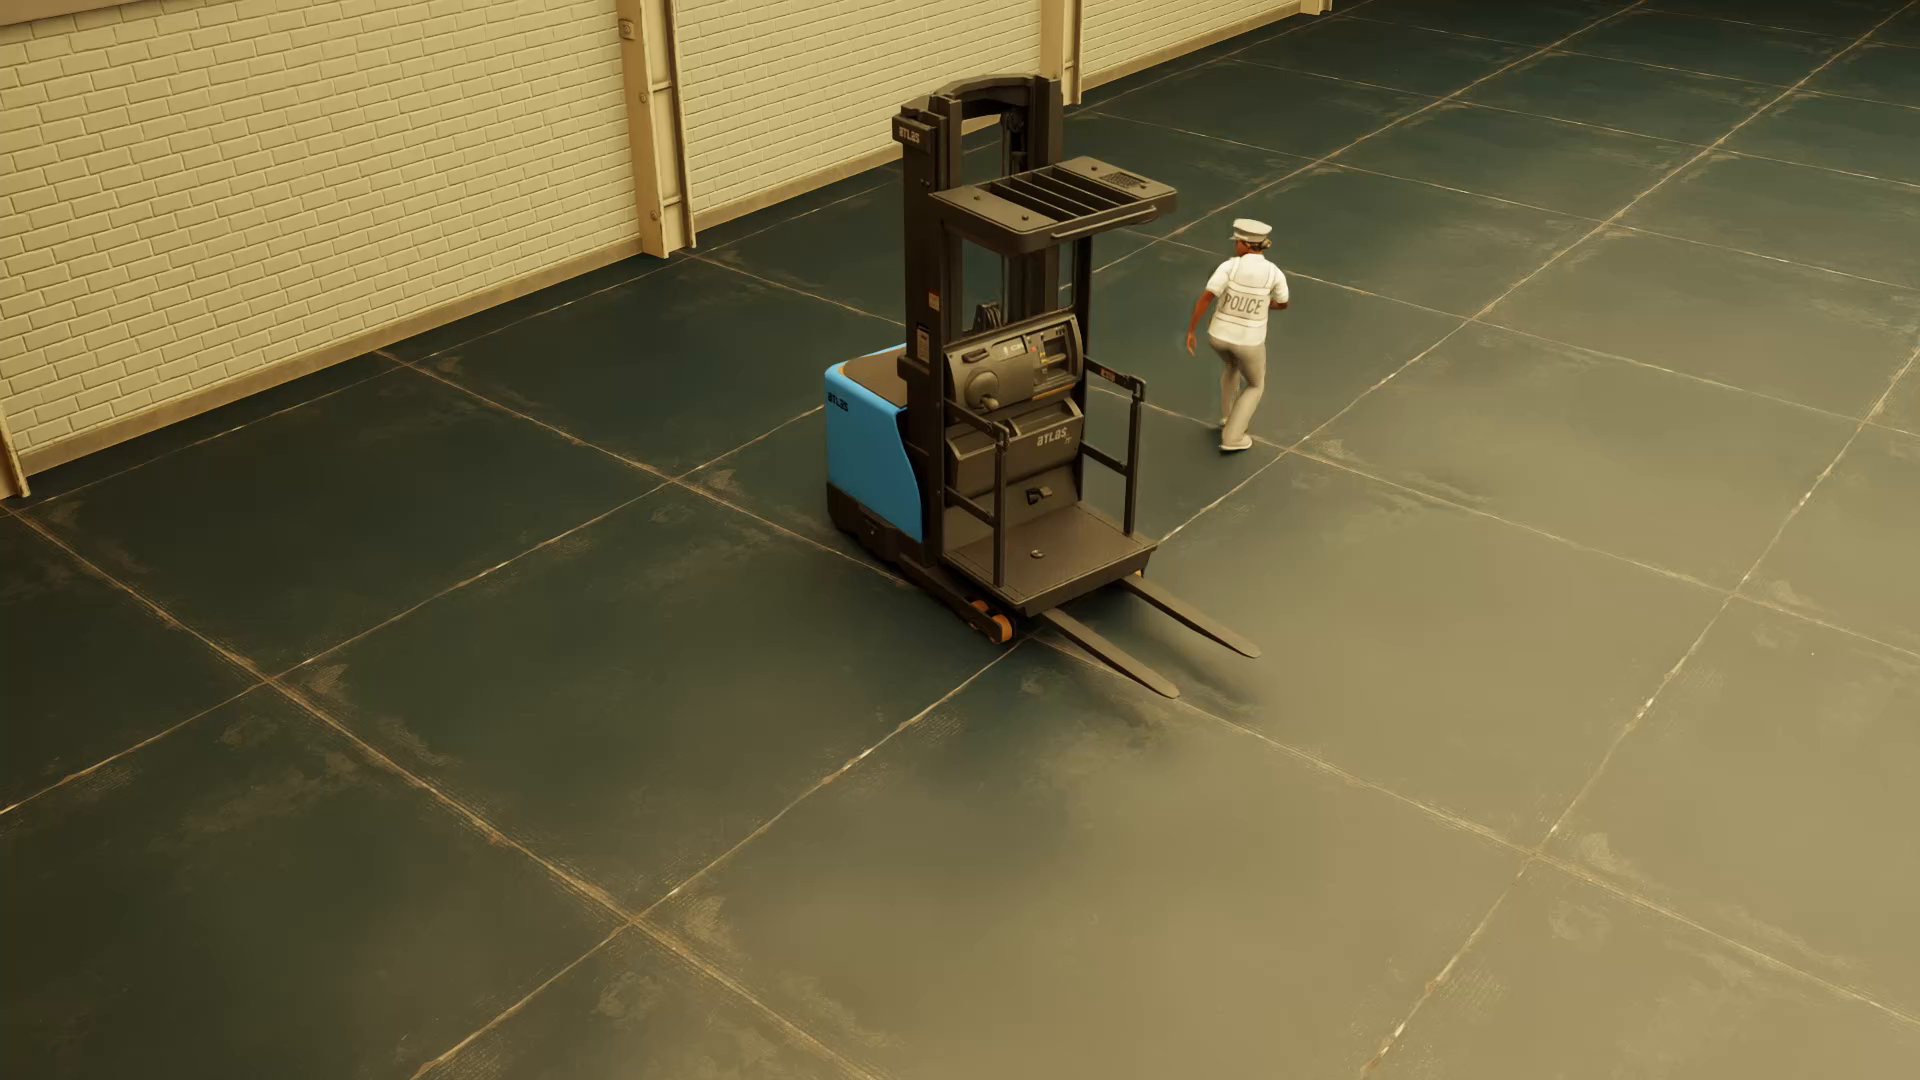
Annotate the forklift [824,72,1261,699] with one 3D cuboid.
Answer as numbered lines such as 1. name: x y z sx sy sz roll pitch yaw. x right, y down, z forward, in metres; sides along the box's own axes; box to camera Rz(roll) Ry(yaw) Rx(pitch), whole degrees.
1. forklift: 0.447 -0.956 9.231 1.130 2.935 3.031 -21 36 -32

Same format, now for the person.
1. person: 1.898 -1.353 11.293 0.542 1.662 0.744 14 33 23
